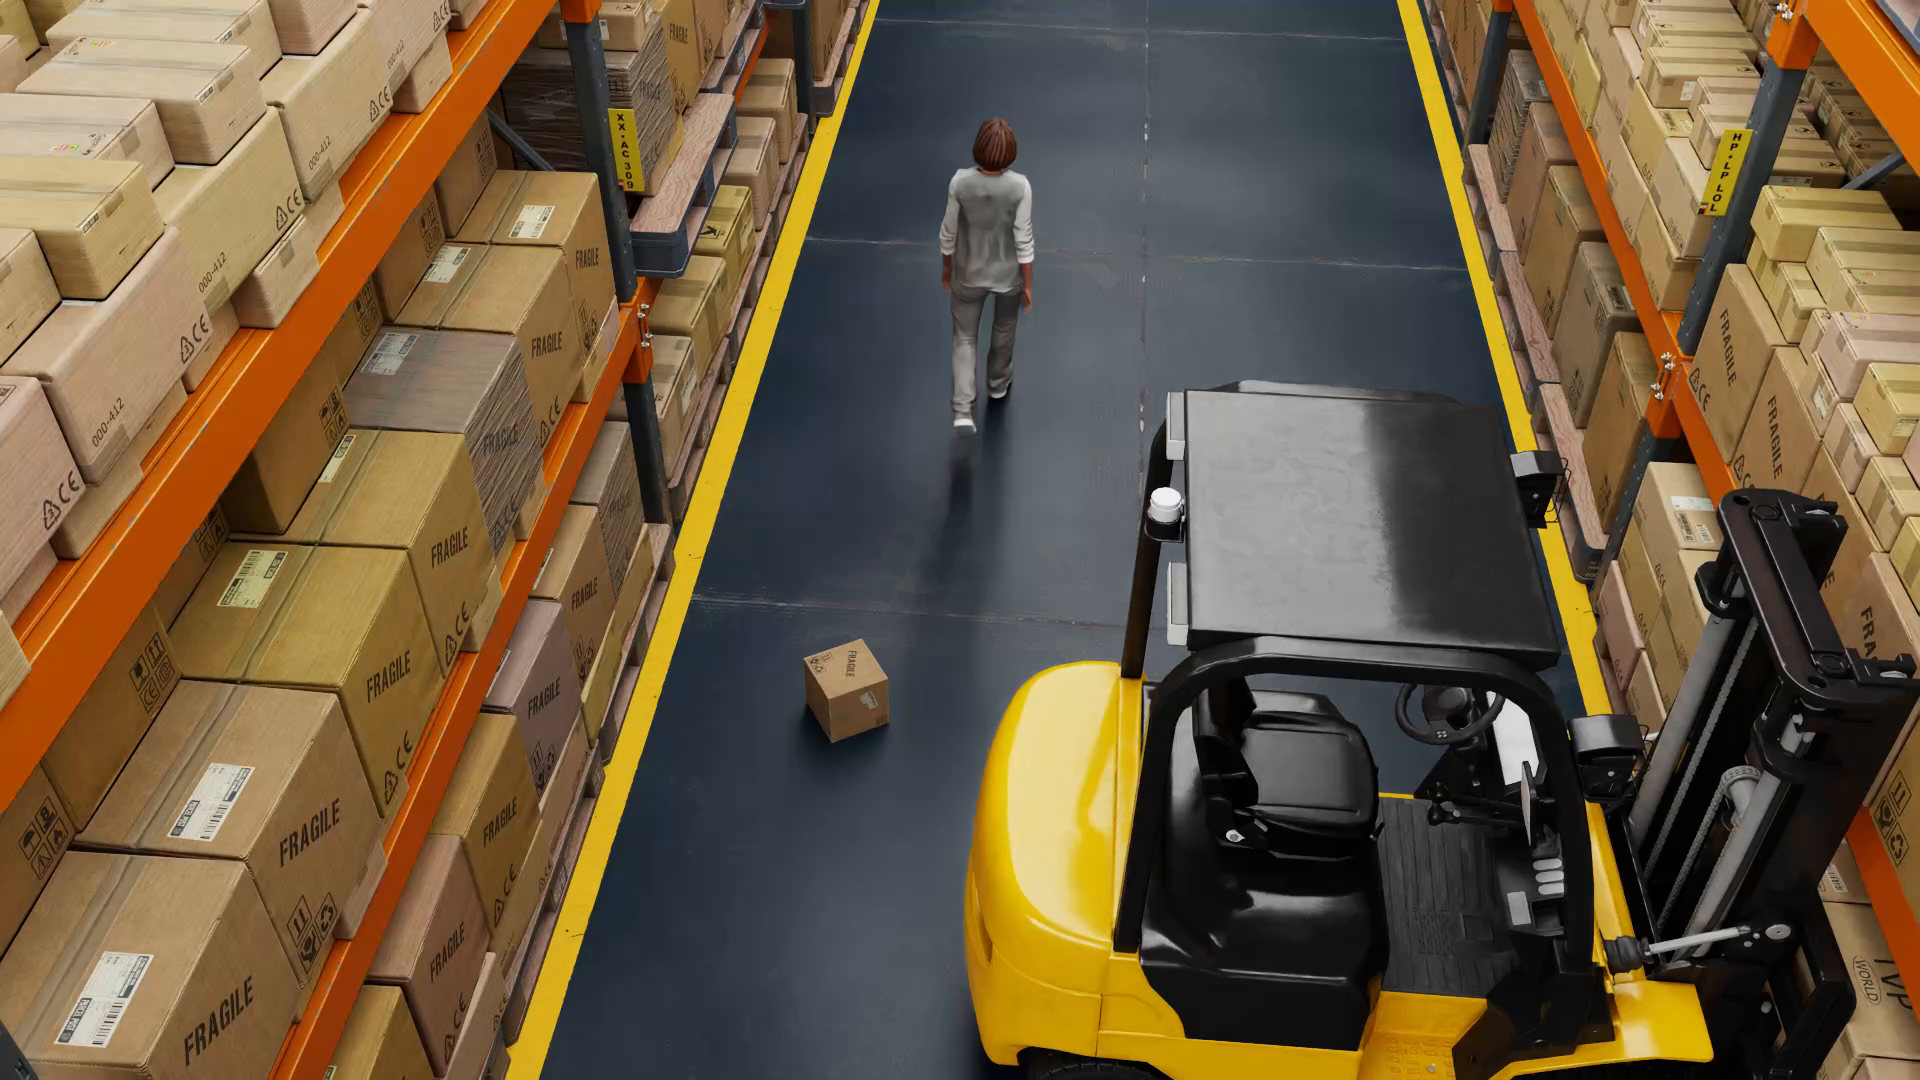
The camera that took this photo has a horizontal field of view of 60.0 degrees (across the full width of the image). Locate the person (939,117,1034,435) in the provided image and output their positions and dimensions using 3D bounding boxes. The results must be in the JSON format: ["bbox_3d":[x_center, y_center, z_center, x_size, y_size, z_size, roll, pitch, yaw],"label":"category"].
[{"bbox_3d":[0.119,-1.189,7.538,0.430,1.552,0.822,2,41,2],"label":"person"}]
